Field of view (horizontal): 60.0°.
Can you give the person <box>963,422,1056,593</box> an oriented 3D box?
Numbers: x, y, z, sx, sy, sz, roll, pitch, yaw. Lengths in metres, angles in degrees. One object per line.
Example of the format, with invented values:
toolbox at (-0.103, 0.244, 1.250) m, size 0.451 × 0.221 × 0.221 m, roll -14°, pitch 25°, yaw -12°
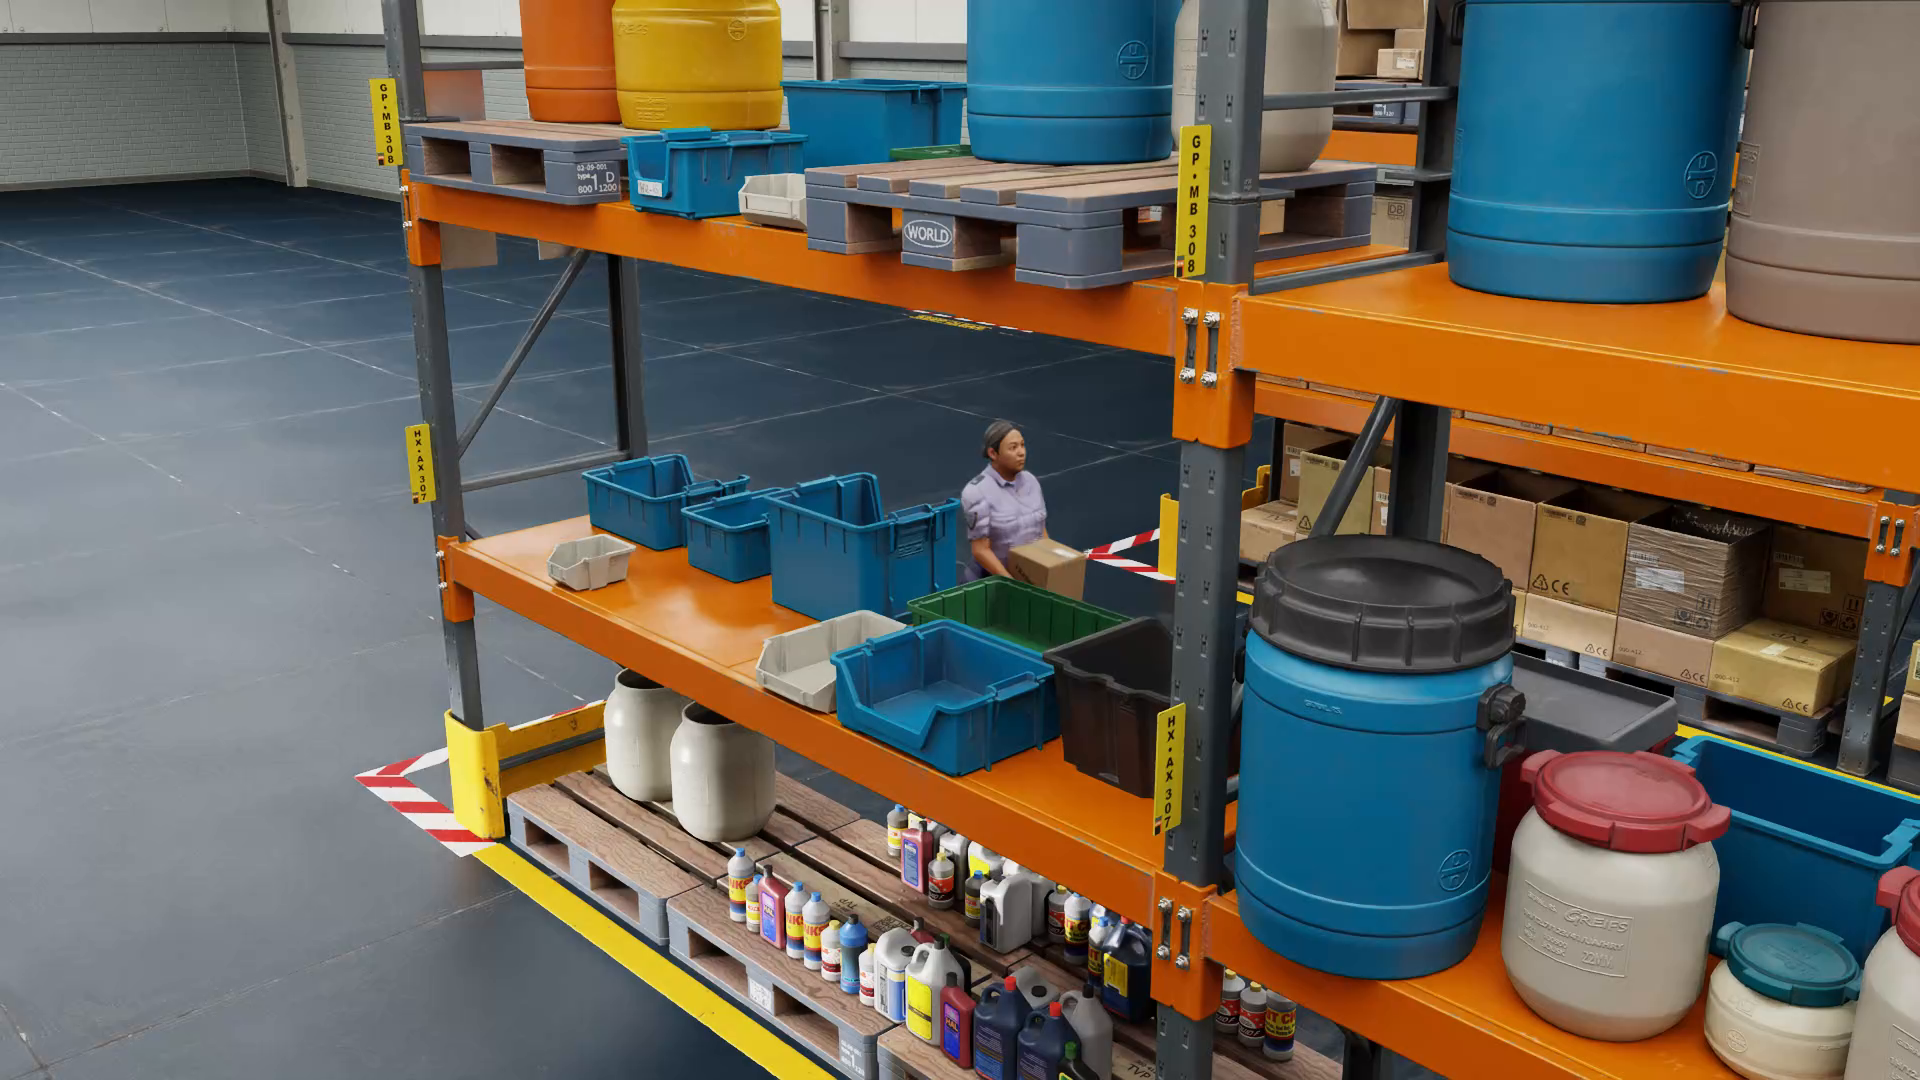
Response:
person at (0.222, 0.251, 7.762) m, size 0.364 × 1.652 × 0.557 m, roll 17°, pitch 24°, yaw 42°
